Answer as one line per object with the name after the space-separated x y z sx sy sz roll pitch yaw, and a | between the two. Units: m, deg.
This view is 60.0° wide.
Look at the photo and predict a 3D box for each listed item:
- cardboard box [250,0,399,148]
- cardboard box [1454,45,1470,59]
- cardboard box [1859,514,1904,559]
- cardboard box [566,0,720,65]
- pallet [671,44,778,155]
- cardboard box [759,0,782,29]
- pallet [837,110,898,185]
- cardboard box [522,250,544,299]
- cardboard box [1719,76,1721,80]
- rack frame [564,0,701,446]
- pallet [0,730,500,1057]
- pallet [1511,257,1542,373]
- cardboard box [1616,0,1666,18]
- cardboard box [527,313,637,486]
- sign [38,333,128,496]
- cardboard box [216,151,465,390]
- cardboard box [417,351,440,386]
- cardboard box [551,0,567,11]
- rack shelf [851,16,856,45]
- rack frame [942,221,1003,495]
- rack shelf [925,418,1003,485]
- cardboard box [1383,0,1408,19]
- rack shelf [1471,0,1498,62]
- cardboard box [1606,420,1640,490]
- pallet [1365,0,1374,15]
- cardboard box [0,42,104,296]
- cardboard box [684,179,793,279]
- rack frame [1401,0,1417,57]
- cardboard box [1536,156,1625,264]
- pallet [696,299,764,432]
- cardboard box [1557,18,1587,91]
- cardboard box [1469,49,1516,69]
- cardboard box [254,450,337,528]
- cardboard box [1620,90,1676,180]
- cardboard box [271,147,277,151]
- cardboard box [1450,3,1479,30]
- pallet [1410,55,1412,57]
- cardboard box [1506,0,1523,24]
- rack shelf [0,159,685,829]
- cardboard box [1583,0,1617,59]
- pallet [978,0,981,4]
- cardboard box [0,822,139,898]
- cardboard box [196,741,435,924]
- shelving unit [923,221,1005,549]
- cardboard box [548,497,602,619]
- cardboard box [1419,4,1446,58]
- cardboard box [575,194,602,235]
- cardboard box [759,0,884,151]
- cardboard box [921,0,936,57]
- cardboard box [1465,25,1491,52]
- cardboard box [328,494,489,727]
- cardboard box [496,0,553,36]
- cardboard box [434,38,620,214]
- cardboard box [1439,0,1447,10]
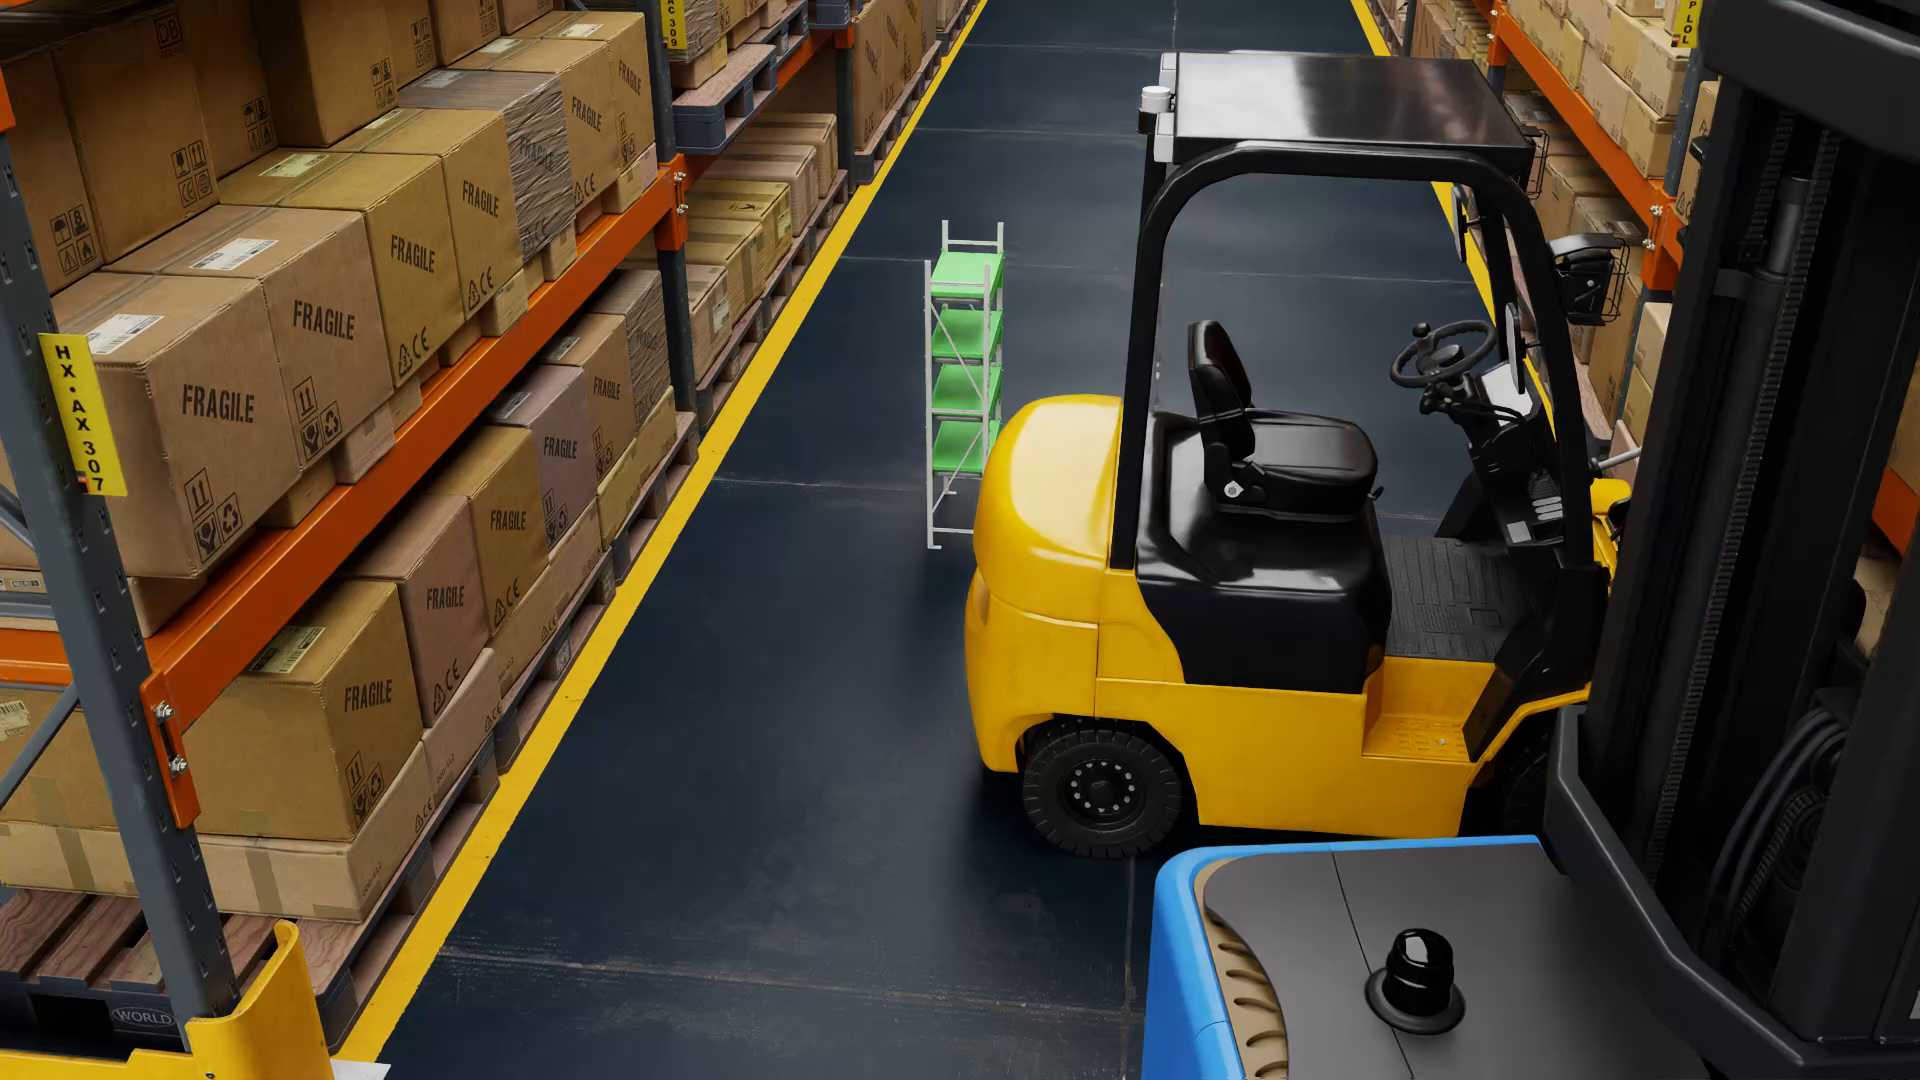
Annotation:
-2.101 -1.460 4.823 0.700 0.500 0.500 3 28 6 | cardboard box
3.703 -3.137 11.603 0.500 0.500 0.500 5 29 8 | cardboard box
2.676 0.040 4.916 0.500 0.250 0.500 3 28 5 | cardboard box
-1.344 -2.327 7.046 0.500 0.500 0.500 4 29 7 | cardboard box
-1.448 -2.030 7.559 1.003 0.211 1.213 3 28 6 | pallet
-1.117 -2.692 8.406 0.380 0.149 0.250 4 29 8 | cardboard box
-1.024 -2.786 11.698 1.003 0.211 1.213 3 28 6 | pallet
-1.605 -0.887 5.498 0.380 0.149 0.250 3 28 5 | cardboard box
2.941 -1.672 5.901 0.380 0.149 0.250 3 28 5 | cardboard box
-1.686 -1.764 6.861 1.000 3.000 0.127 3 28 6 | rack frame
-2.032 0.931 4.800 1.003 0.211 1.213 3 28 6 | pallet
3.440 -1.174 8.707 1.003 0.211 1.213 3 28 6 | pallet
3.059 -2.346 7.153 0.380 0.149 0.250 2 28 5 | cardboard box
-1.552 -0.534 6.245 0.500 0.500 0.500 4 29 7 | cardboard box
-1.637 -0.230 3.102 0.100 0.325 0.005 3 28 6 | sign
-1.721 -0.746 4.554 0.500 0.500 0.500 3 28 5 | cardboard box
-1.751 -0.526 4.829 0.380 0.149 0.250 4 29 8 | cardboard box
-1.857 -2.354 7.095 0.500 0.500 0.500 3 28 5 | cardboard box
-0.951 -4.271 12.274 1.077 0.370 4.000 3 28 6 | rack shelf
0.050 -0.721 6.823 0.240 1.200 0.015 3 28 6 | rack frame
0.020 -0.339 6.754 0.258 0.148 0.480 3 28 6 | rack shelf
4.272 -5.039 15.133 0.700 0.500 0.500 2 28 4 | cardboard box
3.976 -3.984 11.742 1.077 0.370 4.000 3 28 6 | rack shelf
2.853 -0.243 6.494 0.500 0.250 0.500 4 29 7 | cardboard box
4.605 -5.487 16.712 1.003 0.211 1.213 3 28 6 | pallet
-2.330 -0.749 3.504 0.700 0.500 0.500 3 28 5 | cardboard box
-1.456 -1.705 9.079 0.950 0.372 0.625 4 29 8 | cardboard box
4.221 -5.243 13.319 1.000 3.000 0.127 3 28 6 | rack frame
3.487 -1.581 8.584 0.875 0.625 0.625 2 28 4 | cardboard box
-1.592 -0.903 8.203 1.003 0.211 1.213 3 28 6 | pallet
3.246 -2.376 8.155 0.500 0.250 0.500 4 29 8 | cardboard box
3.543 -3.107 10.864 0.380 0.149 0.250 2 28 4 | cardboard box
-1.799 -0.158 4.145 0.380 0.149 0.250 2 28 5 | cardboard box
3.043 -1.663 6.833 0.500 0.250 0.500 4 29 7 | cardboard box
-2.171 -1.035 5.090 0.500 0.500 0.500 4 29 7 | cardboard box
3.815 -3.841 12.226 0.380 0.149 0.250 4 29 8 | cardboard box
4.159 -3.630 13.265 1.003 0.211 1.213 3 28 6 | pallet
3.434 -3.099 9.498 0.500 0.250 0.500 3 29 6 | cardboard box
-1.931 -0.505 5.284 1.077 0.370 4.000 3 28 6 | rack shelf
3.172 -2.360 7.599 0.500 0.250 0.500 4 29 7 | cardboard box
-0.236 -5.804 17.300 1.003 0.211 1.213 3 28 6 | pallet
-2.341 0.737 4.675 0.500 0.250 0.500 3 28 6 | cardboard box
-1.803 0.781 4.593 0.500 0.250 0.500 3 28 6 | cardboard box
0.020 -0.606 6.610 0.258 1.200 0.503 3 28 6 | shelving unit
-1.614 0.046 5.958 0.500 0.250 0.500 4 29 7 | cardboard box
3.883 -3.861 12.947 0.500 0.500 0.500 3 28 6 | cardboard box
-1.556 -1.248 6.169 0.380 0.149 0.250 3 29 6 | cardboard box
-1.029 -3.216 11.355 0.875 0.875 0.875 3 28 6 | cardboard box
-0.702 -4.482 13.705 0.875 0.875 0.875 4 29 8 | cardboard box
3.726 -3.468 11.533 0.380 0.149 0.250 3 28 5 | cardboard box
-1.740 0.194 4.894 0.500 0.500 0.500 2 28 4 | cardboard box
-1.955 -2.184 6.168 0.700 0.500 0.500 3 28 6 | cardboard box
-1.550 -1.472 5.901 0.500 0.500 0.500 4 29 8 | cardboard box
3.936 -4.203 12.897 0.380 0.149 0.250 2 28 4 | cardboard box
